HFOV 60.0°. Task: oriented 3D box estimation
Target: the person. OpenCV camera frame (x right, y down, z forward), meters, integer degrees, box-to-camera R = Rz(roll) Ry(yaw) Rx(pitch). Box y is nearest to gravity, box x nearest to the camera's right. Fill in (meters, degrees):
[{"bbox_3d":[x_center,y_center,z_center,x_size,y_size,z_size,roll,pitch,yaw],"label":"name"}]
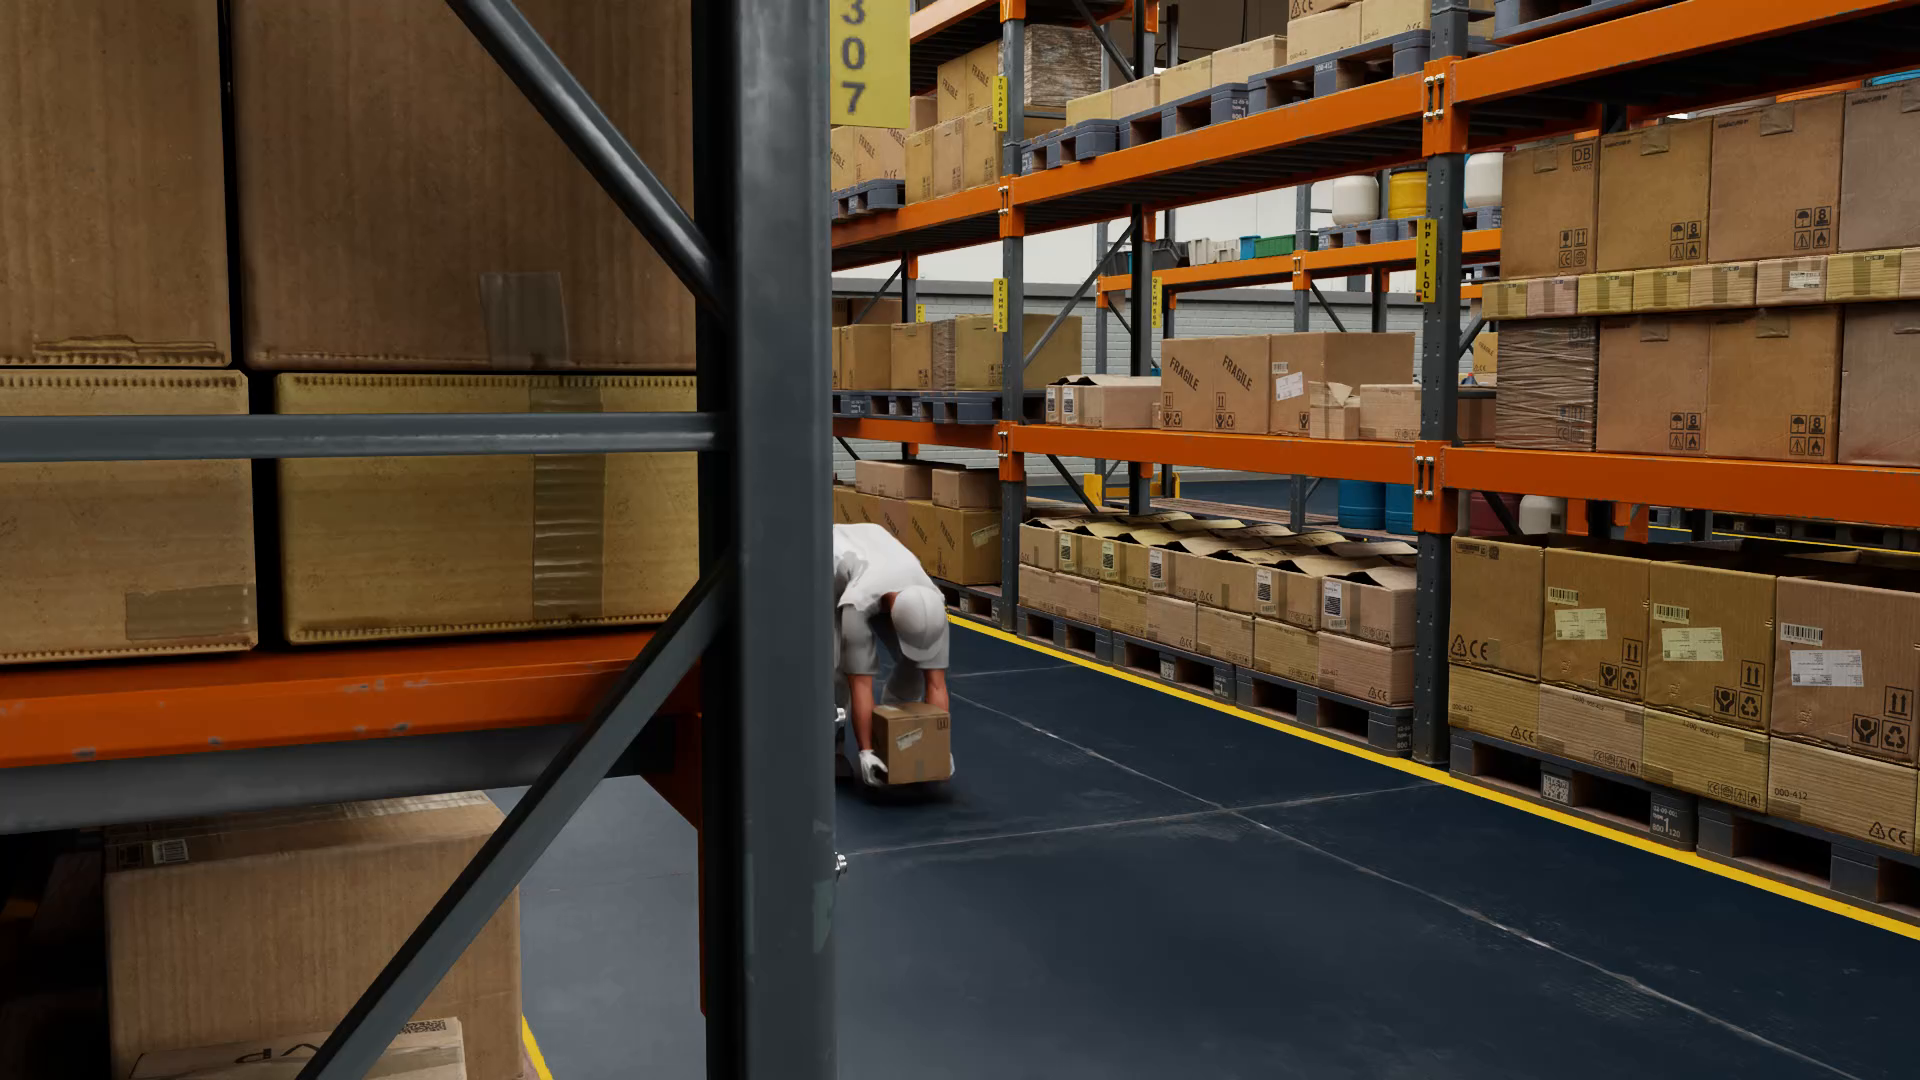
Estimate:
[{"bbox_3d":[-0.306,0.450,6.478,0.528,0.997,0.950,-3,6,-27],"label":"person"}]
